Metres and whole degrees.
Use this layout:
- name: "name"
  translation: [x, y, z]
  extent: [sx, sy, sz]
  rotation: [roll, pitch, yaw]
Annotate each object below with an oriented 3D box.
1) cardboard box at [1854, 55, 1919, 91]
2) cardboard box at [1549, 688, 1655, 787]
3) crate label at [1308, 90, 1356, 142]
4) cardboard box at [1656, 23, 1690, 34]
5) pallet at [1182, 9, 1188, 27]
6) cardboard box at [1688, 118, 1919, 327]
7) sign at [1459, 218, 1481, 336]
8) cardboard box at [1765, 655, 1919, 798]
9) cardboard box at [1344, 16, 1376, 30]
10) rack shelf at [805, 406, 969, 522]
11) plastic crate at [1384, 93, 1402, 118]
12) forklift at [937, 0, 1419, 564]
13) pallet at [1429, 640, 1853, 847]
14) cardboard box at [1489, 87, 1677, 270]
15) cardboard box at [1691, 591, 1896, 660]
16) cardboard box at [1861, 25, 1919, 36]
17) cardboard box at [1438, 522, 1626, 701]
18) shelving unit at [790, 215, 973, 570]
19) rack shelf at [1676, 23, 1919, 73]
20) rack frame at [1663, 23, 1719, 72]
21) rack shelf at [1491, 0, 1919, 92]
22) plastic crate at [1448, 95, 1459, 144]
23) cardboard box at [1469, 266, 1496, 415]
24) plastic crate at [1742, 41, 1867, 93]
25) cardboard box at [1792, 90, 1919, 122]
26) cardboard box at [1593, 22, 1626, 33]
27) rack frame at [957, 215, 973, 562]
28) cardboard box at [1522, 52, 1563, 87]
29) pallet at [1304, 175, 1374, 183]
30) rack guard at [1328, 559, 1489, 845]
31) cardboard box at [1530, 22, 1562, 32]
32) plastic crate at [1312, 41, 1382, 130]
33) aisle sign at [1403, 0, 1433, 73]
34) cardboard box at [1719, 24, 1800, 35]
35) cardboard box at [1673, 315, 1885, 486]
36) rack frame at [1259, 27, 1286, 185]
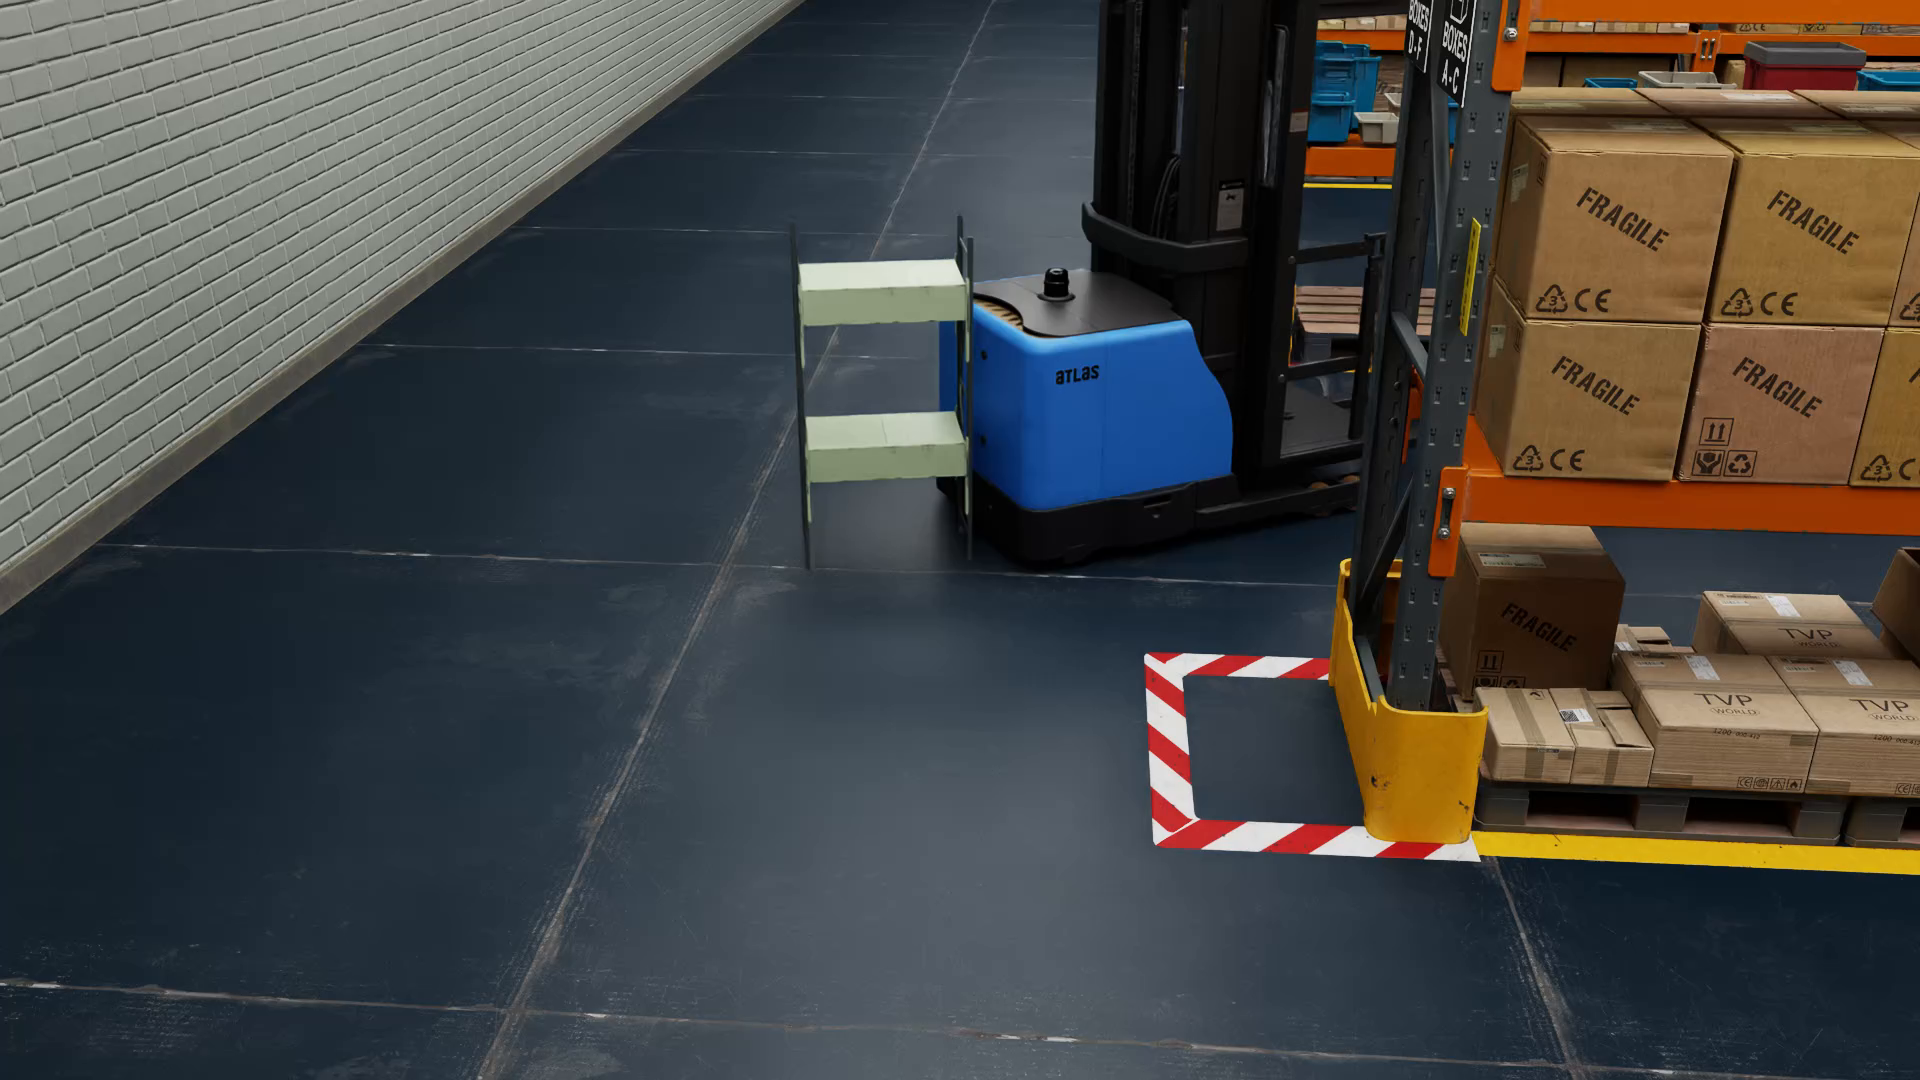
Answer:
- name: "cardboard box"
  translation: [7.796, -3.779, 14.446]
  extent: [0.875, 0.875, 1.225]
  rotation: [1, 25, 2]
- name: "cardboard box"
  translation: [2.155, 0.659, 5.626]
  extent: [0.250, 0.166, 0.380]
  rotation: [2, 25, 4]
- name: "crate label"
  translation: [2.119, -2.463, 9.677]
  extent: [0.303, 0.233, 0.416]
  rotation: [2, 25, 4]
- name: "cardboard box"
  translation: [5.936, -4.352, 13.955]
  extent: [0.250, 0.149, 0.380]
  rotation: [2, 25, 4]
- name: "pallet"
  translation: [3.839, -7.592, 24.030]
  extent: [1.213, 0.211, 1.003]
  rotation: [2, 25, 4]
- name: "cardboard box"
  translation: [2.459, -0.955, 4.954]
  extent: [0.500, 0.500, 0.500]
  rotation: [2, 25, 5]
- name: "sign"
  translation: [1.473, -0.760, 4.811]
  extent: [0.005, 0.325, 0.100]
  rotation: [2, 25, 4]
- name: "cardboard box"
  translation: [3.032, 0.624, 5.602]
  extent: [0.500, 0.250, 0.500]
  rotation: [2, 25, 4]
- name: "cardboard box"
  translation: [3.377, -4.435, 14.134]
  extent: [0.250, 0.149, 0.380]
  rotation: [1, 25, 3]
- name: "rack shelf"
  translation: [-0.342, -0.350, 7.530]
  extent: [0.720, 0.370, 0.431]
  rotation: [-3, 25, -6]
- name: "plastic crate"
  translation: [2.725, -2.614, 10.120]
  extent: [0.243, 0.136, 0.396]
  rotation: [2, 25, 4]
- name: "forklift"
  translation: [1.443, -1.628, 7.816]
  extent: [3.031, 2.935, 1.130]
  rotation: [-11, 27, -23]
- name: "pallet"
  translation: [2.386, 0.702, 6.006]
  extent: [1.213, 0.211, 1.003]
  rotation: [2, 25, 4]
- name: "cardboard box"
  translation: [1.980, -1.193, 5.472]
  extent: [0.500, 0.500, 0.500]
  rotation: [2, 25, 4]
- name: "cardboard box"
  translation: [3.021, 0.414, 6.058]
  extent: [0.500, 0.250, 0.500]
  rotation: [2, 25, 4]
- name: "cardboard box"
  translation: [7.705, -4.488, 13.829]
  extent: [0.500, 0.500, 0.500]
  rotation: [1, 25, 3]
- name: "cardboard box"
  translation: [2.076, 0.258, 6.099]
  extent: [0.500, 0.500, 0.500]
  rotation: [2, 25, 4]
- name: "shelving unit"
  translation: [-0.342, -0.646, 7.394]
  extent: [0.755, 1.500, 0.431]
  rotation: [-3, 25, -6]
- name: "rack shelf"
  translation: [8.259, -4.203, 14.189]
  extent: [4.000, 0.370, 1.077]
  rotation: [2, 25, 4]
- name: "rack frame"
  translation: [6.265, -4.593, 14.178]
  extent: [0.127, 3.000, 1.000]
  rotation: [2, 25, 4]
- name: "rack shelf"
  translation: [3.509, -1.565, 4.868]
  extent: [4.000, 0.370, 1.077]
  rotation: [2, 25, 4]
- name: "plastic crate"
  translation: [2.775, -2.442, 9.631]
  extent: [0.300, 0.233, 0.416]
  rotation: [2, 25, 4]
- name: "cardboard box"
  translation: [1.982, -0.737, 5.678]
  extent: [0.500, 0.500, 0.500]
  rotation: [3, 25, 6]
- name: "plastic crate"
  translation: [5.015, -2.718, 9.955]
  extent: [0.583, 0.464, 0.402]
  rotation: [2, 25, 4]
- name: "cardboard box"
  translation: [3.001, -1.162, 5.405]
  extent: [0.500, 0.500, 0.500]
  rotation: [3, 25, 5]
- name: "cardboard box"
  translation: [5.424, -4.369, 13.990]
  extent: [0.250, 0.149, 0.380]
  rotation: [1, 25, 3]
- name: "rack frame"
  translation: [0.022, -0.664, 7.433]
  extent: [0.023, 1.500, 0.400]
  rotation: [-3, 25, -6]
- name: "cardboard box"
  translation: [4.716, -3.902, 14.715]
  extent: [0.875, 0.875, 0.875]
  rotation: [2, 25, 4]
- name: "pallet"
  translation: [3.080, -3.462, 15.054]
  extent: [1.213, 0.211, 1.003]
  rotation: [2, 25, 4]
- name: "rack guard"
  translation: [1.591, 0.545, 6.001]
  extent: [0.348, 0.500, 1.175]
  rotation: [2, 25, 4]
- name: "cardboard box"
  translation: [4.910, -4.385, 14.026]
  extent: [0.250, 0.149, 0.380]
  rotation: [2, 25, 5]
- name: "plastic crate"
  translation: [2.246, -2.768, 10.096]
  extent: [0.499, 0.435, 0.616]
  rotation: [2, 25, 4]
- name: "aisle sign"
  translation: [1.470, -1.904, 5.222]
  extent: [0.004, 0.787, 0.394]
  rotation: [2, 25, 4]
- name: "cardboard box"
  translation: [6.705, -4.520, 13.898]
  extent: [0.500, 0.500, 0.500]
  rotation: [2, 25, 4]
- name: "cardboard box"
  translation: [2.452, -0.500, 5.162]
  extent: [0.500, 0.500, 0.500]
  rotation: [2, 25, 3]
- name: "rack frame"
  translation: [1.898, -2.657, 9.970]
  extent: [0.127, 3.000, 1.000]
  rotation: [2, 25, 4]
